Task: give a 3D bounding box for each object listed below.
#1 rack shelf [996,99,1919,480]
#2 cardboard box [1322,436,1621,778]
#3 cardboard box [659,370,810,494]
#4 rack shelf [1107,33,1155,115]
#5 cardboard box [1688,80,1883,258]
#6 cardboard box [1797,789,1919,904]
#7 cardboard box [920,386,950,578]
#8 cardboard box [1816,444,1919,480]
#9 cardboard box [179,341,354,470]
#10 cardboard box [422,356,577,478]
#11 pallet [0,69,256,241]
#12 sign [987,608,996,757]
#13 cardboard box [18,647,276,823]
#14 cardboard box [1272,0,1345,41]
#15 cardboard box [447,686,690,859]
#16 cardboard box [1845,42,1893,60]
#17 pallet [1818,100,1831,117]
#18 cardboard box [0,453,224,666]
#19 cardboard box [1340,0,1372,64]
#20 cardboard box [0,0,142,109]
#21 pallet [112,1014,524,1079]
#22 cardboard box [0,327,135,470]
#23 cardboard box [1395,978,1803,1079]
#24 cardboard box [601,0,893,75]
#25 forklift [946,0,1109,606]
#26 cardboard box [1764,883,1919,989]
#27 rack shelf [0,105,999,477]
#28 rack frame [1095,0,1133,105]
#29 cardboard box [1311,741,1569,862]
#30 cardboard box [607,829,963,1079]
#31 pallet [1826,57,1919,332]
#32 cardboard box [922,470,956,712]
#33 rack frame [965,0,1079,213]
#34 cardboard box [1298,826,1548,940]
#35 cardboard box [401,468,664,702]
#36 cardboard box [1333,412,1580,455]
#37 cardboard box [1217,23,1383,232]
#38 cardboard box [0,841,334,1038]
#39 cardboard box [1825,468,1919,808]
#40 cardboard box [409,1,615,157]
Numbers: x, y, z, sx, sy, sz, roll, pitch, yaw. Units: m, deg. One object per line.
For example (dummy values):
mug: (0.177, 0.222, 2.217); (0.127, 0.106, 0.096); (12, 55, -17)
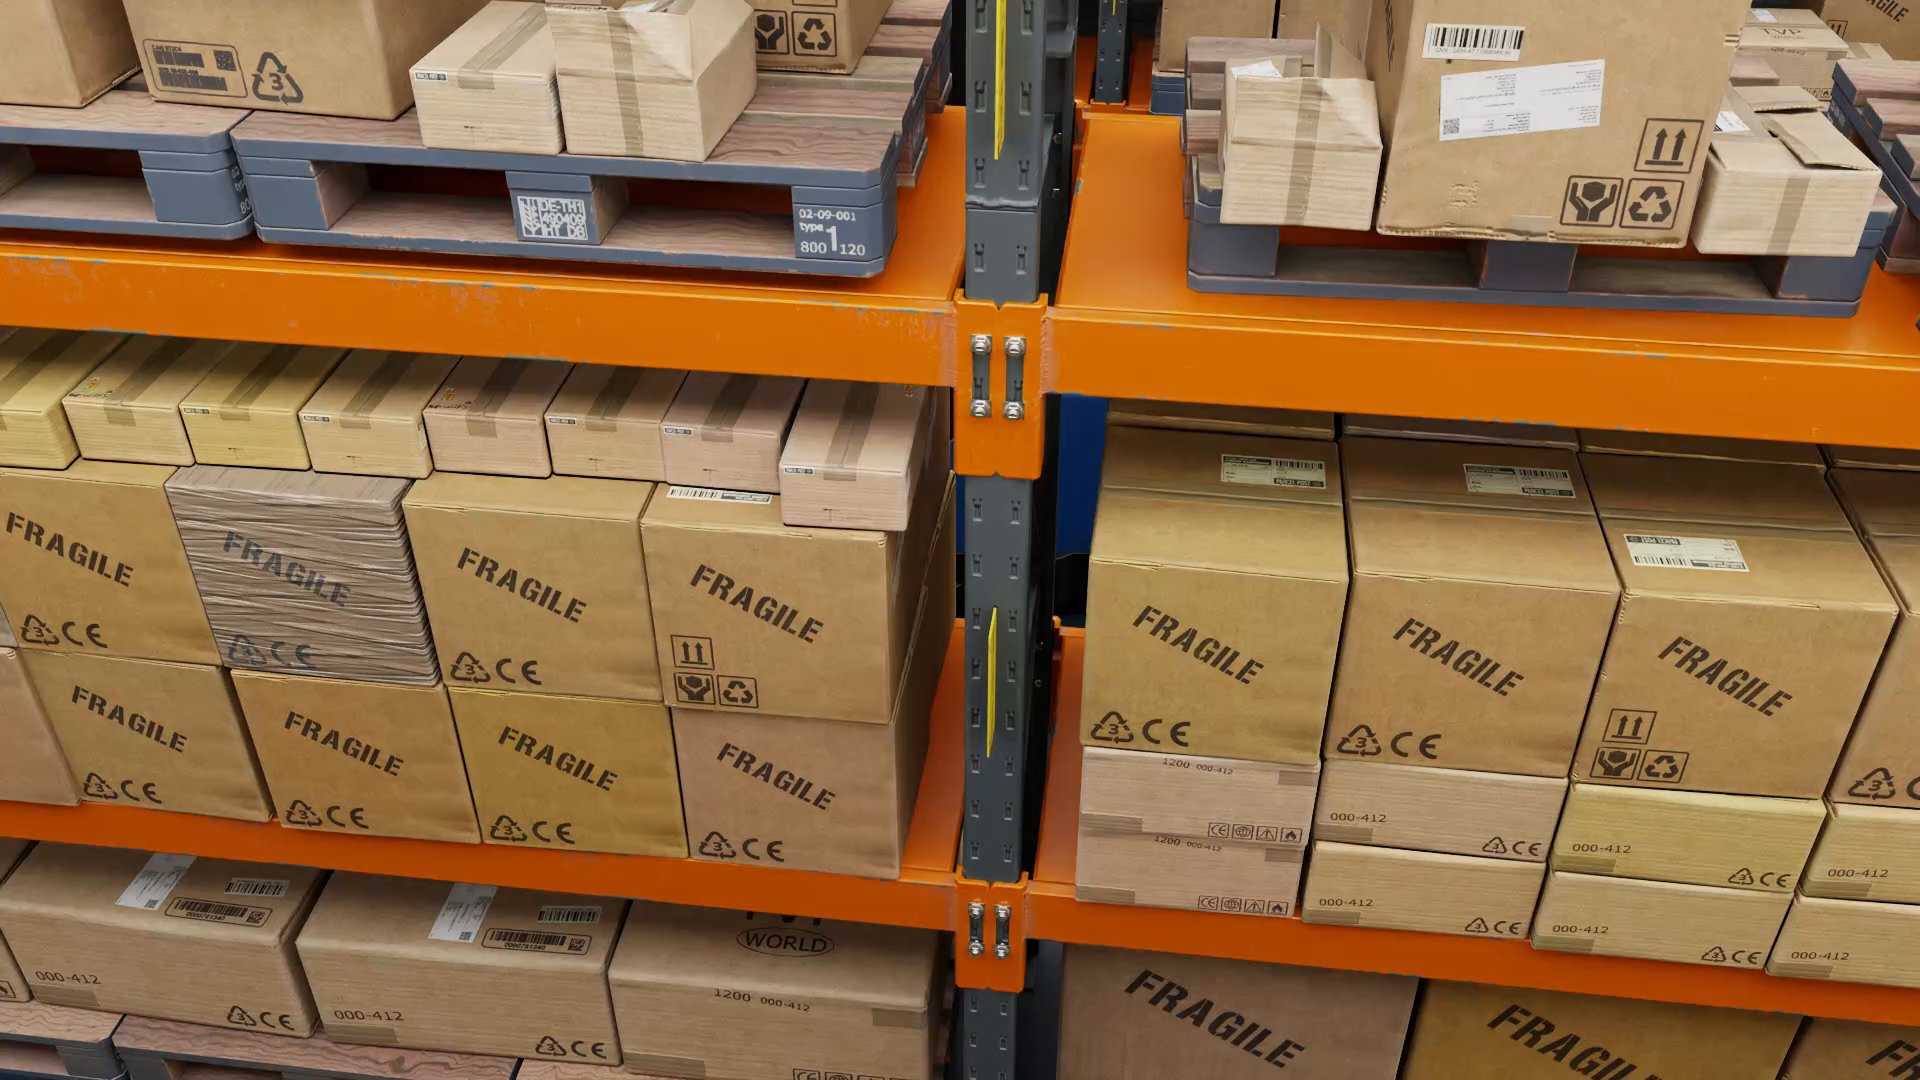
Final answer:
rack shelf: (2.118, -0.418, 3.291); (4.000, 0.370, 1.077); (4, 36, 6)
cardboard box: (1.043, 0.134, 3.533); (0.500, 0.500, 0.500); (4, 36, 6)
cardboard box: (-0.459, -0.271, 3.543); (0.250, 0.149, 0.380); (5, 36, 7)
rack shelf: (2.747, -2.058, 8.170); (4.000, 0.370, 1.077); (4, 36, 6)
cardboard box: (1.345, -0.640, 2.822); (0.250, 0.166, 0.380); (2, 36, 3)
cardboard box: (2.055, 0.526, 3.630); (0.500, 0.250, 0.500); (3, 36, 5)
cardboard box: (-0.307, -0.261, 4.086); (0.500, 0.500, 0.500); (4, 36, 6)
cardboard box: (2.140, -0.085, 3.840); (0.500, 0.500, 0.500); (5, 36, 7)
cardboard box: (-1.471, -0.320, 3.612); (0.250, 0.149, 0.380); (4, 36, 5)
cardboard box: (-0.958, -0.304, 3.589); (0.250, 0.149, 0.380); (4, 36, 6)
pallet: (-1.882, -0.981, 3.537); (1.213, 0.211, 1.003); (4, 36, 6)
sign: (0.066, 0.297, 3.438); (0.005, 0.325, 0.100); (4, 36, 6)
cardboard box: (-1.887, 0.323, 4.129); (0.500, 0.500, 0.500); (5, 36, 8)
cardboard box: (1.728, -2.507, 7.733); (0.500, 0.500, 0.700); (5, 36, 6)
cardboard box: (-0.869, 0.399, 4.023); (0.500, 0.500, 0.500); (3, 36, 5)
cardboard box: (4.030, -2.099, 7.463); (0.250, 0.149, 0.380); (5, 36, 7)
pallet: (4.049, -2.134, 7.823); (1.003, 0.211, 1.213); (4, 36, 6)
cardboard box: (-1.873, -0.078, 3.831); (0.500, 0.500, 0.500); (4, 36, 6)
cardboard box: (1.036, -1.050, 3.272); (0.500, 0.311, 0.500); (4, 36, 6)
cardboard box: (-1.852, -1.172, 3.194); (0.500, 0.500, 0.500); (5, 36, 7)
pallet: (-1.823, 1.307, 5.238); (1.213, 0.211, 1.003); (4, 36, 6)
cardboard box: (-1.983, -0.321, 3.613); (0.250, 0.149, 0.380); (3, 36, 5)
cardboard box: (1.657, 1.118, 4.569); (0.875, 0.875, 0.875); (5, 36, 7)
cardboard box: (-0.422, -1.276, 3.340); (0.500, 0.500, 0.500); (5, 36, 7)
forklift: (-0.625, -1.196, 6.403); (3.031, 2.935, 1.130); (0, 36, 0)
cardboard box: (2.052, 0.734, 3.768); (0.500, 0.250, 0.500); (4, 36, 5)
rack shelf: (-1.849, -0.714, 3.706); (4.000, 0.370, 1.077); (4, 36, 6)
rack frame: (0.763, -2.499, 8.169); (0.127, 3.000, 1.000); (4, 36, 6)
cardboard box: (1.056, 0.437, 3.755); (0.500, 0.250, 0.500); (5, 36, 7)
cardboard box: (-0.474, 1.125, 4.935); (0.875, 0.438, 0.875); (4, 36, 5)
pallet: (2.347, -0.584, 3.067); (1.213, 0.211, 1.003); (6, 36, 8)
cardboard box: (-0.297, 0.135, 4.392); (0.500, 0.500, 0.500); (5, 36, 7)
rack frame: (0.135, -2.080, 2.418); (0.127, 3.000, 1.000); (4, 36, 6)
cardboard box: (1.051, 0.645, 3.893); (0.500, 0.250, 0.500); (3, 36, 5)
cardboard box: (-0.871, -0.004, 3.727); (0.500, 0.500, 0.500); (4, 36, 5)
cardboard box: (1.124, -0.164, 3.950); (0.500, 0.500, 0.500); (5, 36, 7)
cardboard box: (0.586, -0.737, 2.872); (0.258, 0.266, 0.396); (4, 36, 6)
cardboard box: (-2.257, 0.992, 5.122); (0.875, 0.438, 0.875); (5, 36, 7)
cardboard box: (2.053, 0.207, 3.431); (0.500, 0.500, 0.500); (4, 36, 5)
cardboard box: (-0.802, -0.851, 3.047); (0.250, 0.149, 0.380); (5, 36, 7)
